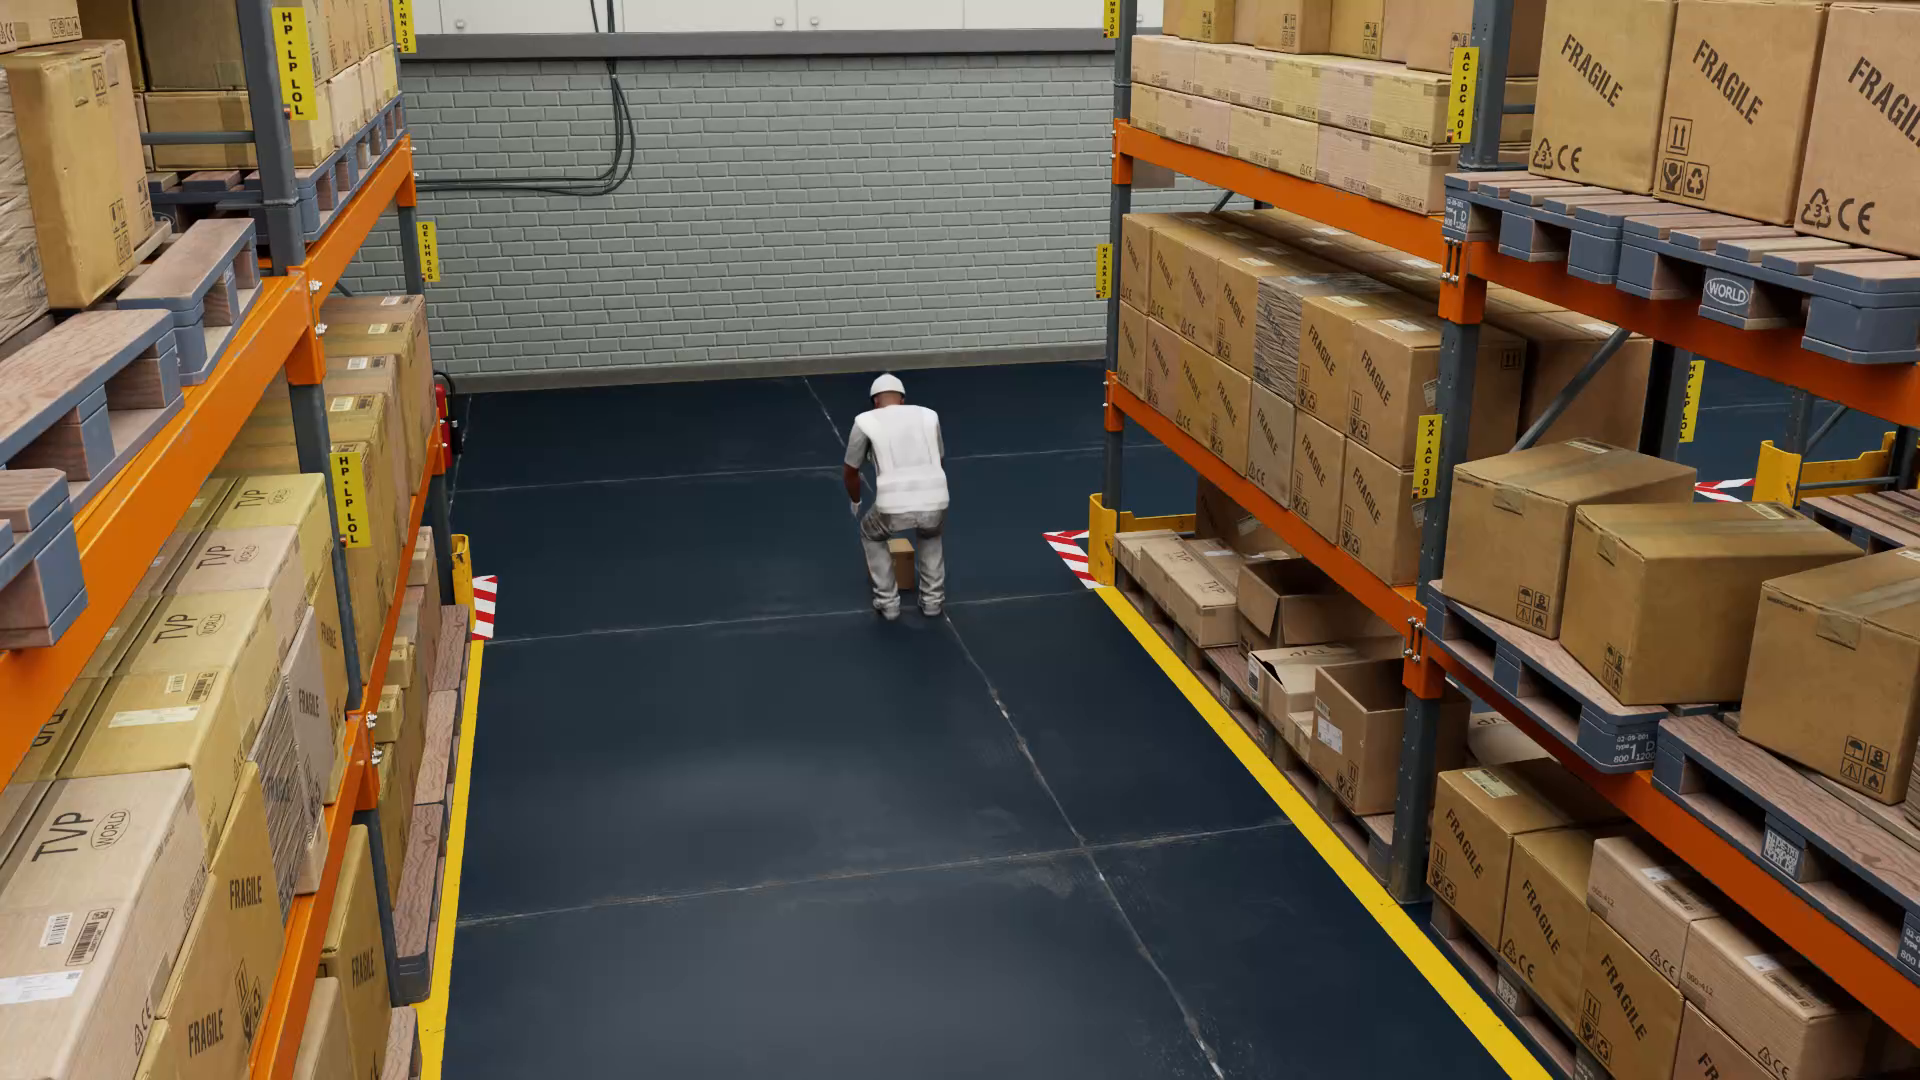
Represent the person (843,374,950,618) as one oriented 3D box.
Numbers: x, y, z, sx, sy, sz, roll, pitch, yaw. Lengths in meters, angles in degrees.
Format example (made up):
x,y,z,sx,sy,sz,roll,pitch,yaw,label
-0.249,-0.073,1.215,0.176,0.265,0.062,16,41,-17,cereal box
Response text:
x,y,z,sx,sy,sz,roll,pitch,yaw,label
-0.367,-0.242,9.834,0.613,1.380,0.789,-4,20,-12,person
